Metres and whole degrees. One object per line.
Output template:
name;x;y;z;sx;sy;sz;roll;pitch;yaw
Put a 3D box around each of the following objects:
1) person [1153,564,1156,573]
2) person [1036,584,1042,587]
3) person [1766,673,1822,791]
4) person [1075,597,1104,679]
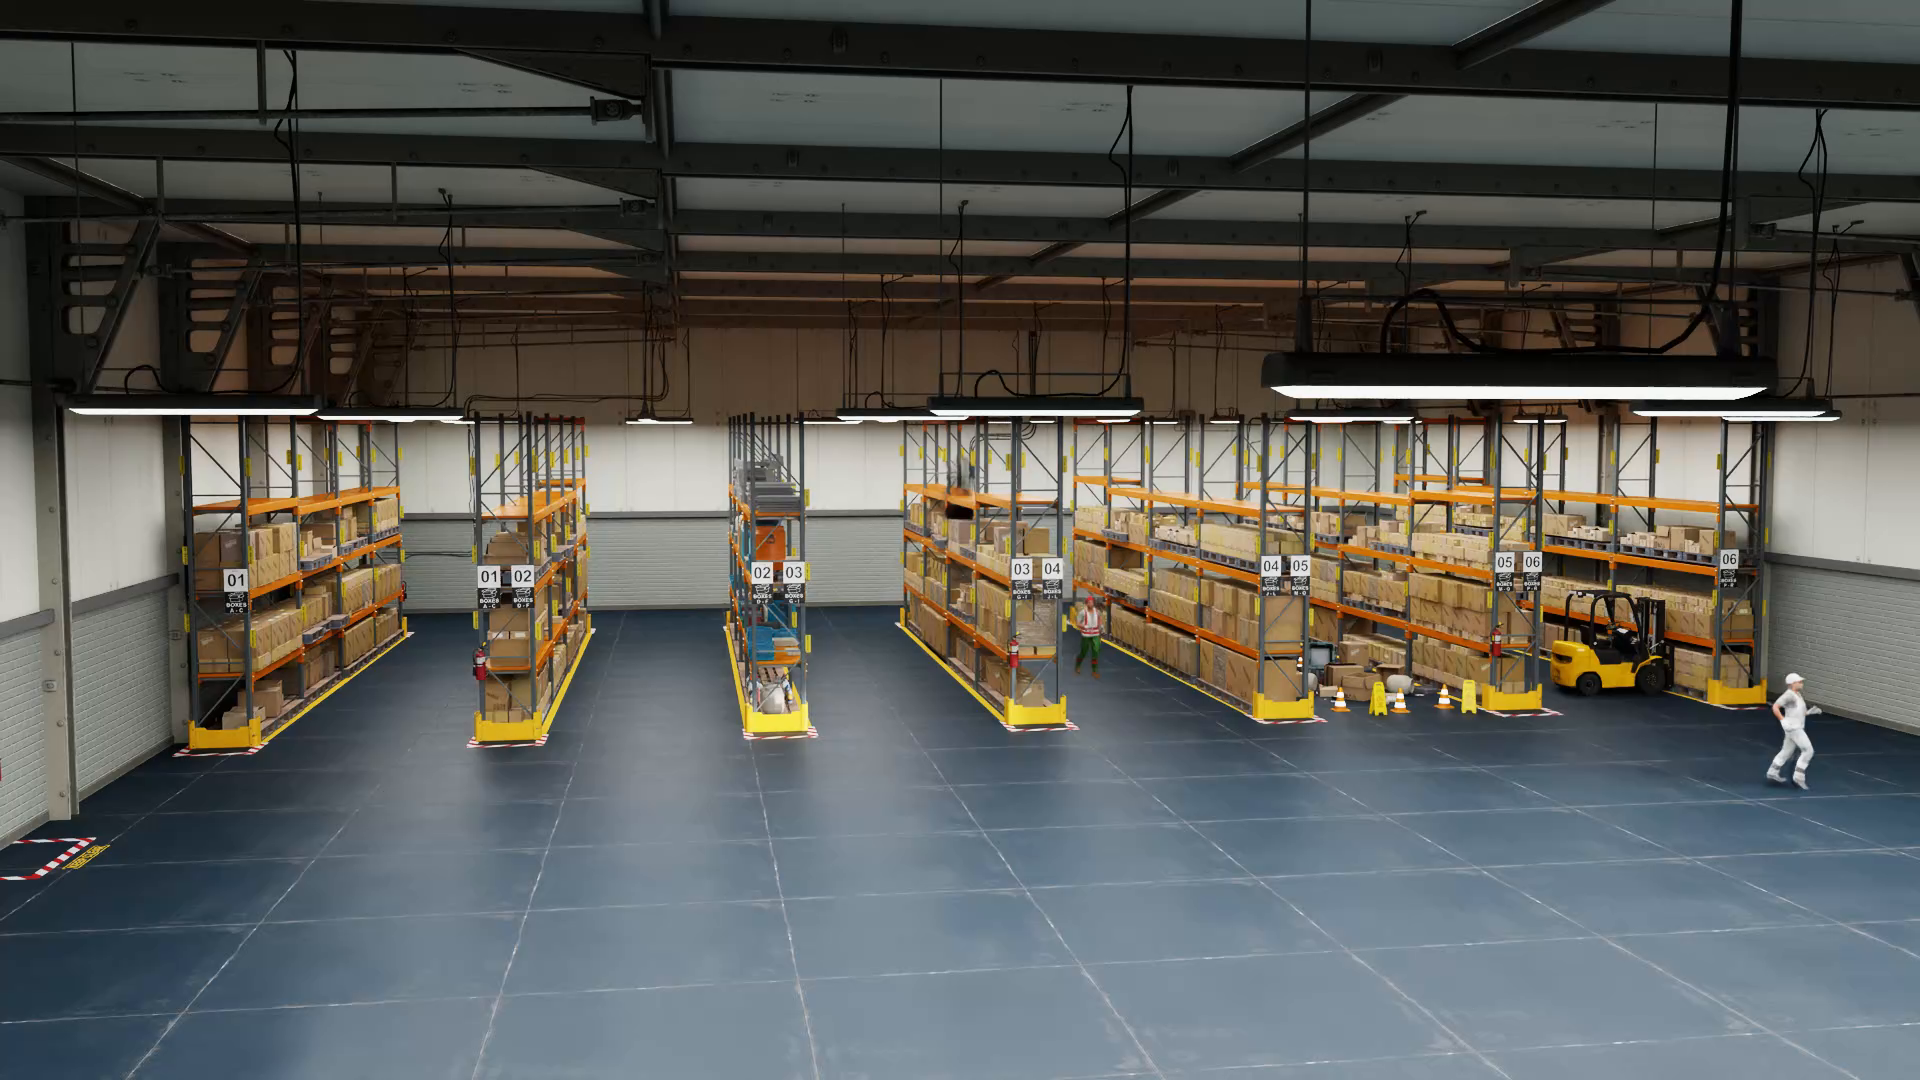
person;5.490;1.556;47.834;0.700;1.800;0.962;-1;4;-9
person;2.314;1.737;46.539;0.658;1.657;0.570;0;4;-4
person;13.229;3.035;26.371;0.763;1.838;0.641;2;4;30
person;2.888;2.149;37.071;0.669;1.793;0.972;-1;4;-16
